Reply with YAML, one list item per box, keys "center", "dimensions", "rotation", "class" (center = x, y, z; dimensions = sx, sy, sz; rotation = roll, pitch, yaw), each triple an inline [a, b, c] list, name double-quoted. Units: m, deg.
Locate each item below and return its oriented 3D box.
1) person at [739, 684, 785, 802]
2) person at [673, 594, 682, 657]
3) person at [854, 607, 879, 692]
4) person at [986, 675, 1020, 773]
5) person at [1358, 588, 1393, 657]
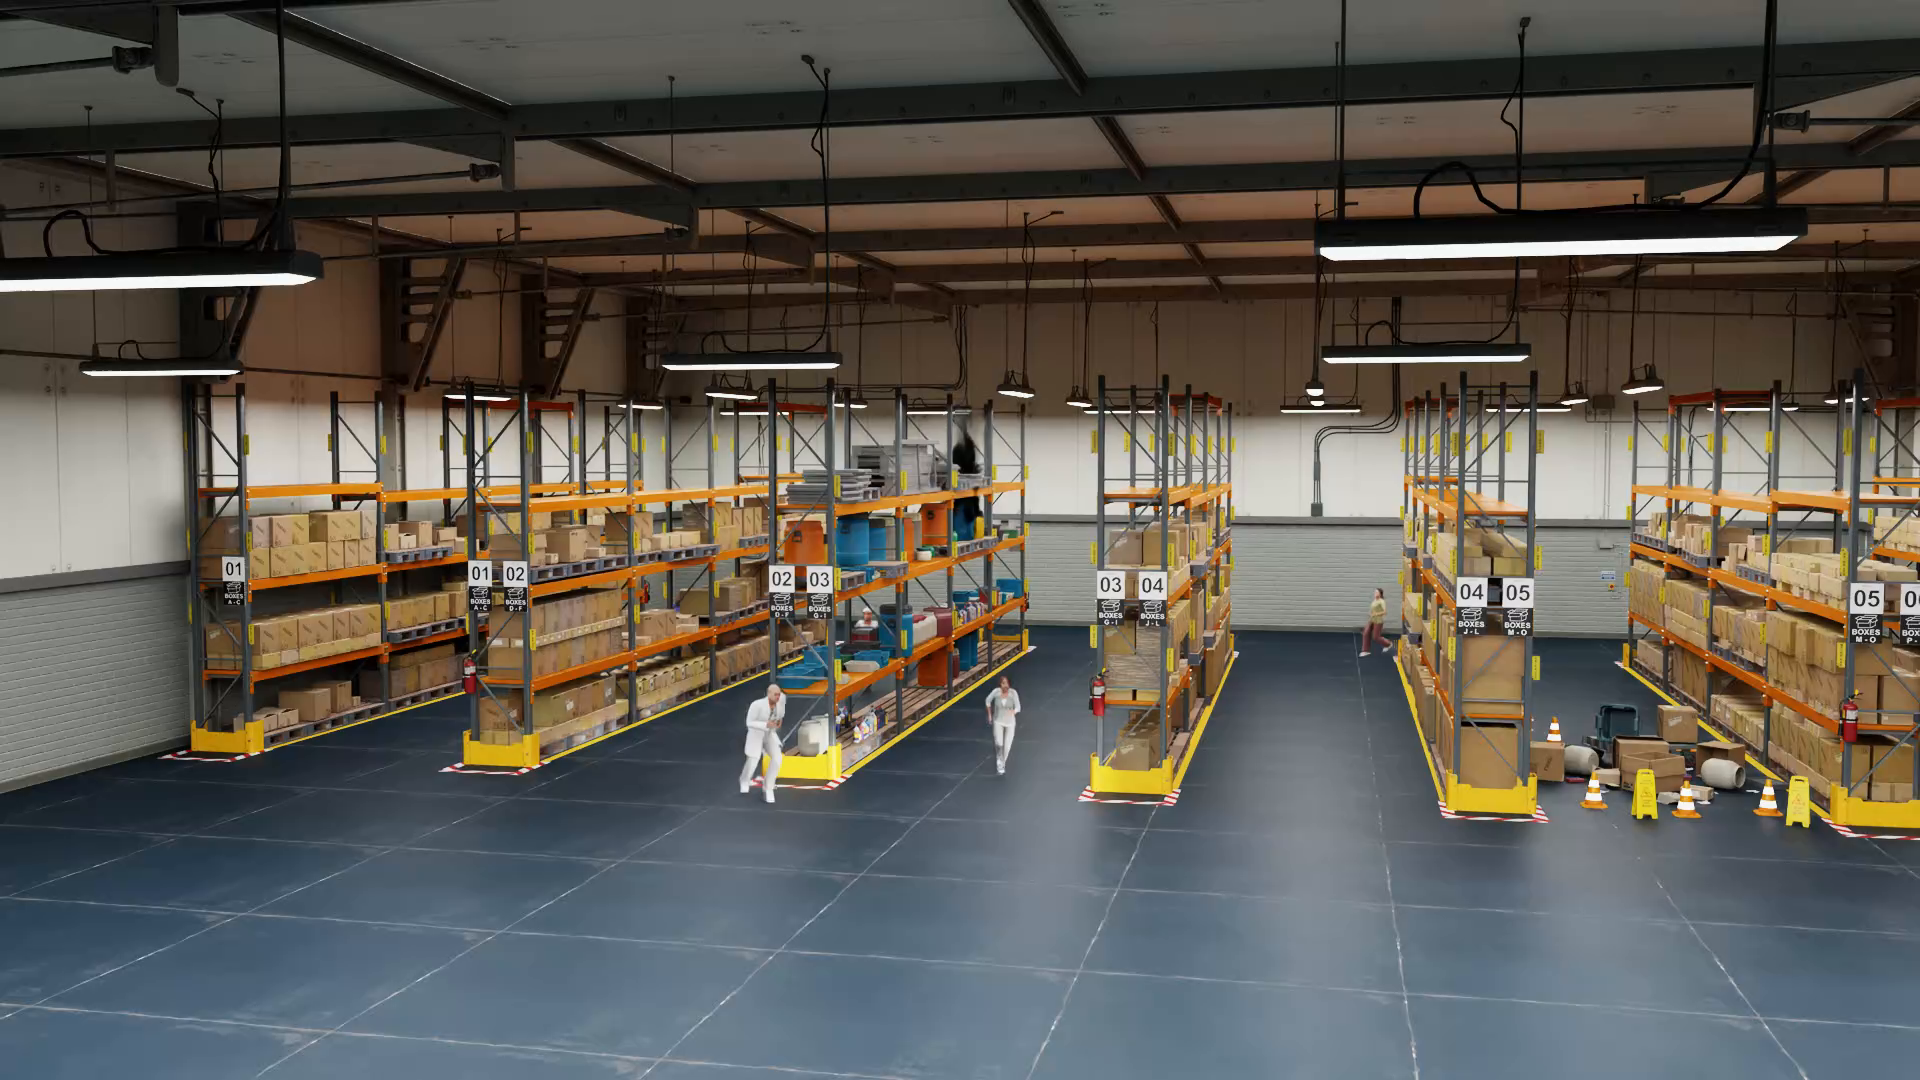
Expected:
- center: [-2.790, 2.854, 23.500]
  dimensions: [0.750, 1.718, 1.067]
  rotation: [-3, 4, -39]
  class: "person"
- center: [-6.394, 2.035, 37.821]
  dimensions: [0.562, 1.609, 0.589]
  rotation: [1, 3, 11]
  class: "person"
- center: [-1.891, 2.216, 33.526]
  dimensions: [0.671, 1.734, 0.633]
  rotation: [0, 3, 7]
  class: "person"
- center: [0.656, 2.783, 25.032]
  dimensions: [0.496, 1.526, 0.695]
  rotation: [0, 3, -5]
  class: "person"
- center: [9.875, 1.947, 39.256]
  dimensions: [0.861, 1.655, 0.612]
  rotation: [-1, 3, -17]
  class: "person"
